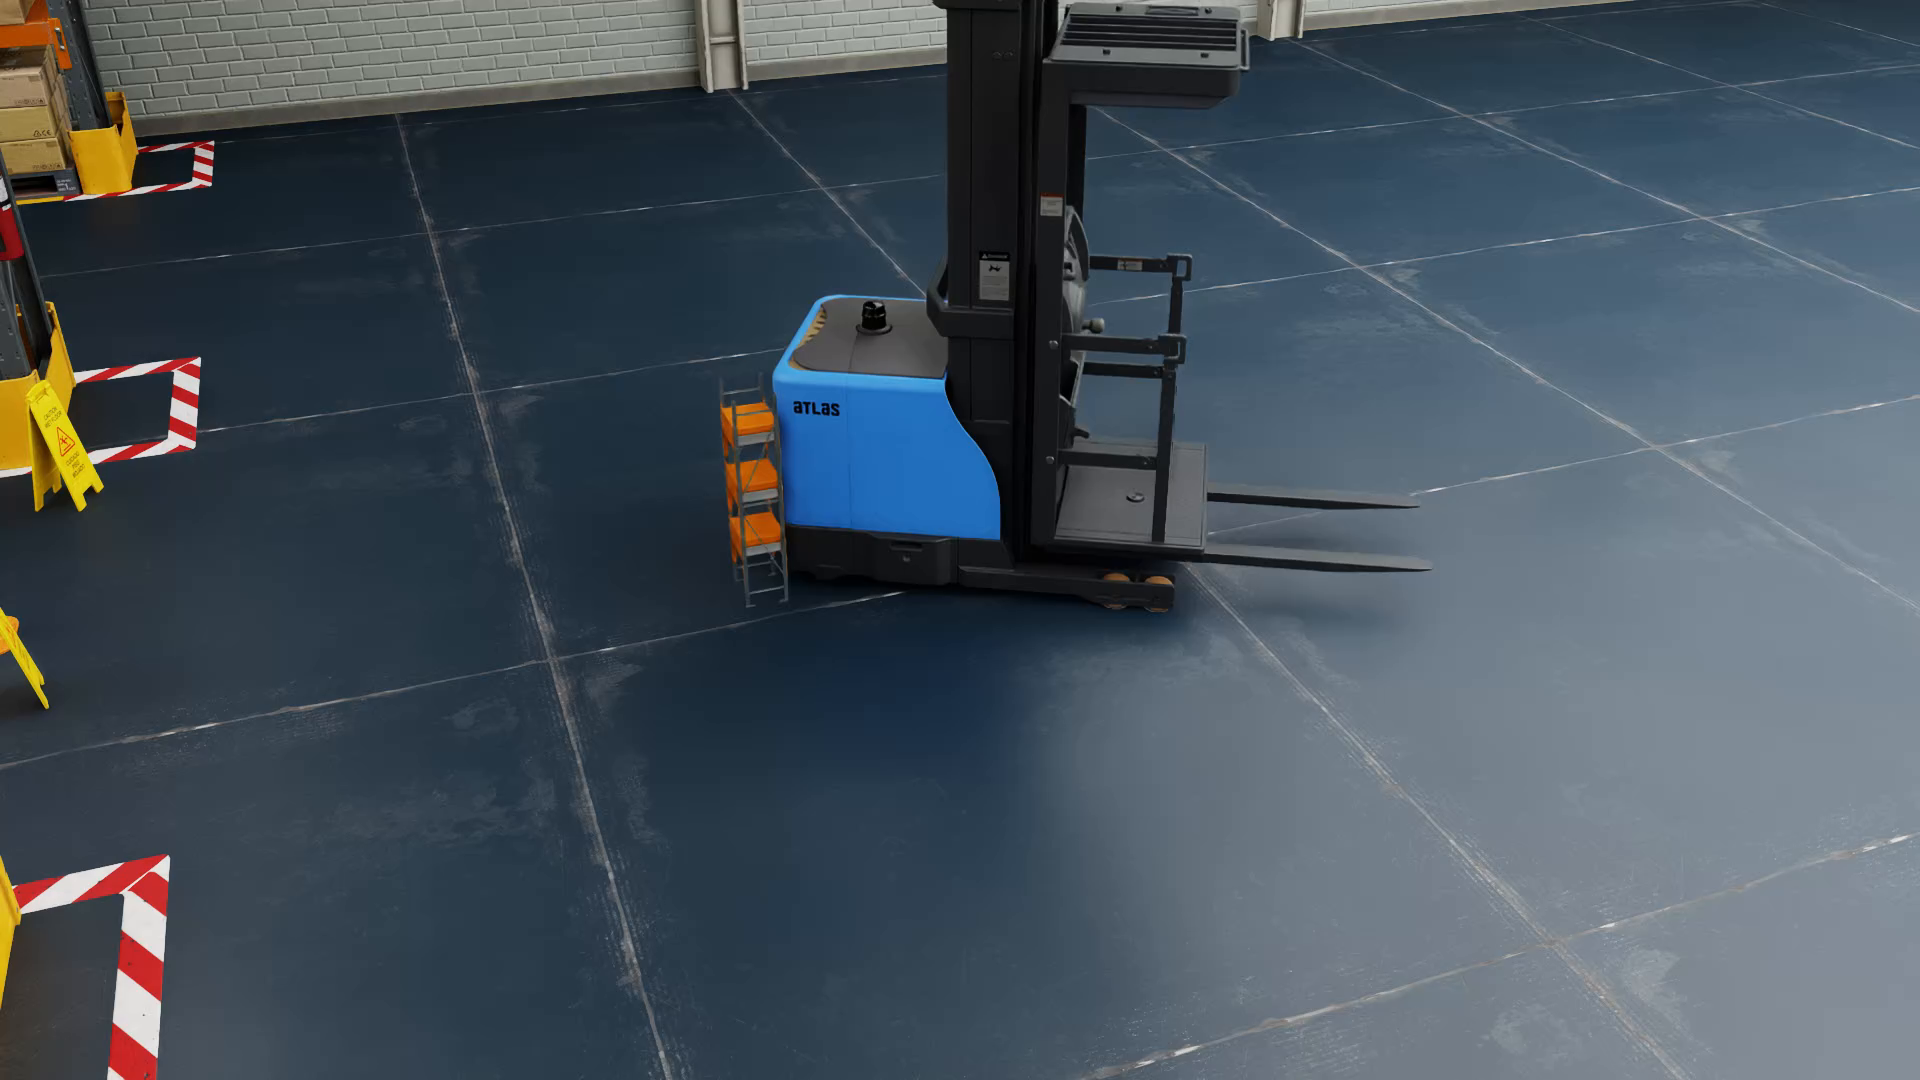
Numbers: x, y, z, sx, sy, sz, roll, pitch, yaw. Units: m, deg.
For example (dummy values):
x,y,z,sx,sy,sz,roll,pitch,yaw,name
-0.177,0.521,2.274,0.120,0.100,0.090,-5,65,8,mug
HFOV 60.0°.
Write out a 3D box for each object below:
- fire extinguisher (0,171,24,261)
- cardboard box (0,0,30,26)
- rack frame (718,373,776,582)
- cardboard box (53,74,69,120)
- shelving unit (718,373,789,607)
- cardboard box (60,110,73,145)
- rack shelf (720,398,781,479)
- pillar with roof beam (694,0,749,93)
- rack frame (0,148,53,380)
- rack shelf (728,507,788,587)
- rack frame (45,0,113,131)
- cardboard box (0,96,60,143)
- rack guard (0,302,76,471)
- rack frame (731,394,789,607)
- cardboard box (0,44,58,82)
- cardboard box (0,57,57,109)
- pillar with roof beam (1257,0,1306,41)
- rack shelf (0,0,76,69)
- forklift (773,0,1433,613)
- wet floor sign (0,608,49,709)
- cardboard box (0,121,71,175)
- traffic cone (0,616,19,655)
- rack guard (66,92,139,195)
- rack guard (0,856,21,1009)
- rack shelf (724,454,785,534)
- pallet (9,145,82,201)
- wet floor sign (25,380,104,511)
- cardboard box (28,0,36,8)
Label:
x,y,z,sx,sy,sz,roll,pitch,yaw,name
-4.896,-1.750,8.370,0.183,0.674,0.296,-10,31,-18,fire extinguisher
-7.268,-4.117,12.344,0.500,0.500,0.500,-11,32,-19,cardboard box
-0.978,-0.275,7.673,0.200,1.050,0.008,-10,31,-17,rack frame
-7.411,-3.500,13.212,0.500,0.250,0.500,-10,31,-17,cardboard box
-0.936,-0.219,7.573,0.215,1.050,0.252,-10,31,-17,shelving unit
-7.427,-3.274,13.319,0.500,0.250,0.500,-10,31,-17,cardboard box
-0.936,-0.456,7.438,0.215,0.259,0.240,-10,31,-17,rack shelf
-0.741,-6.223,10.082,0.400,9.000,9.100,-10,31,-18,pillar with roof beam
-5.164,-1.978,8.691,0.127,3.000,1.000,-10,31,-18,rack frame
-0.936,0.032,7.716,0.215,0.259,0.240,-10,31,-17,rack shelf
-6.898,-4.280,12.732,0.127,3.000,1.000,-10,31,-18,rack frame
-7.245,-3.256,12.783,0.500,0.250,0.500,-11,31,-18,cardboard box
-5.235,-0.878,9.287,0.348,0.500,1.175,-10,31,-18,rack guard
-0.894,-0.162,7.474,0.200,1.050,0.008,-10,31,-17,rack frame
-7.415,-3.707,13.070,0.500,0.250,0.500,-11,31,-18,cardboard box
-7.221,-3.478,12.668,0.500,0.250,0.500,-9,31,-16,cardboard box
4.883,-7.259,11.900,0.400,9.000,9.100,-10,31,-18,pillar with roof beam
-8.773,-3.622,12.304,4.000,0.370,1.077,-10,31,-18,rack shelf
0.705,-1.220,7.431,3.031,2.935,1.130,4,30,7,forklift
-4.007,0.401,6.895,0.232,0.644,0.267,-16,33,-26,wet floor sign
-7.229,-3.040,12.909,0.500,0.250,0.500,-10,31,-17,cardboard box
-4.411,0.254,7.337,0.334,0.463,0.336,-10,31,-18,traffic cone
-6.876,-3.198,13.358,0.348,0.500,1.175,-10,31,-18,rack guard
-3.321,1.383,5.317,0.348,0.500,1.175,-10,31,-18,rack guard
-0.936,-0.210,7.579,0.215,0.259,0.240,-10,31,-17,rack shelf
-7.600,-2.917,13.157,1.213,0.211,1.003,-10,31,-18,pallet
-4.613,-0.491,8.460,0.232,0.644,0.267,0,30,0,wet floor sign
-7.459,-4.367,12.783,0.500,0.500,0.500,-9,31,-16,cardboard box
